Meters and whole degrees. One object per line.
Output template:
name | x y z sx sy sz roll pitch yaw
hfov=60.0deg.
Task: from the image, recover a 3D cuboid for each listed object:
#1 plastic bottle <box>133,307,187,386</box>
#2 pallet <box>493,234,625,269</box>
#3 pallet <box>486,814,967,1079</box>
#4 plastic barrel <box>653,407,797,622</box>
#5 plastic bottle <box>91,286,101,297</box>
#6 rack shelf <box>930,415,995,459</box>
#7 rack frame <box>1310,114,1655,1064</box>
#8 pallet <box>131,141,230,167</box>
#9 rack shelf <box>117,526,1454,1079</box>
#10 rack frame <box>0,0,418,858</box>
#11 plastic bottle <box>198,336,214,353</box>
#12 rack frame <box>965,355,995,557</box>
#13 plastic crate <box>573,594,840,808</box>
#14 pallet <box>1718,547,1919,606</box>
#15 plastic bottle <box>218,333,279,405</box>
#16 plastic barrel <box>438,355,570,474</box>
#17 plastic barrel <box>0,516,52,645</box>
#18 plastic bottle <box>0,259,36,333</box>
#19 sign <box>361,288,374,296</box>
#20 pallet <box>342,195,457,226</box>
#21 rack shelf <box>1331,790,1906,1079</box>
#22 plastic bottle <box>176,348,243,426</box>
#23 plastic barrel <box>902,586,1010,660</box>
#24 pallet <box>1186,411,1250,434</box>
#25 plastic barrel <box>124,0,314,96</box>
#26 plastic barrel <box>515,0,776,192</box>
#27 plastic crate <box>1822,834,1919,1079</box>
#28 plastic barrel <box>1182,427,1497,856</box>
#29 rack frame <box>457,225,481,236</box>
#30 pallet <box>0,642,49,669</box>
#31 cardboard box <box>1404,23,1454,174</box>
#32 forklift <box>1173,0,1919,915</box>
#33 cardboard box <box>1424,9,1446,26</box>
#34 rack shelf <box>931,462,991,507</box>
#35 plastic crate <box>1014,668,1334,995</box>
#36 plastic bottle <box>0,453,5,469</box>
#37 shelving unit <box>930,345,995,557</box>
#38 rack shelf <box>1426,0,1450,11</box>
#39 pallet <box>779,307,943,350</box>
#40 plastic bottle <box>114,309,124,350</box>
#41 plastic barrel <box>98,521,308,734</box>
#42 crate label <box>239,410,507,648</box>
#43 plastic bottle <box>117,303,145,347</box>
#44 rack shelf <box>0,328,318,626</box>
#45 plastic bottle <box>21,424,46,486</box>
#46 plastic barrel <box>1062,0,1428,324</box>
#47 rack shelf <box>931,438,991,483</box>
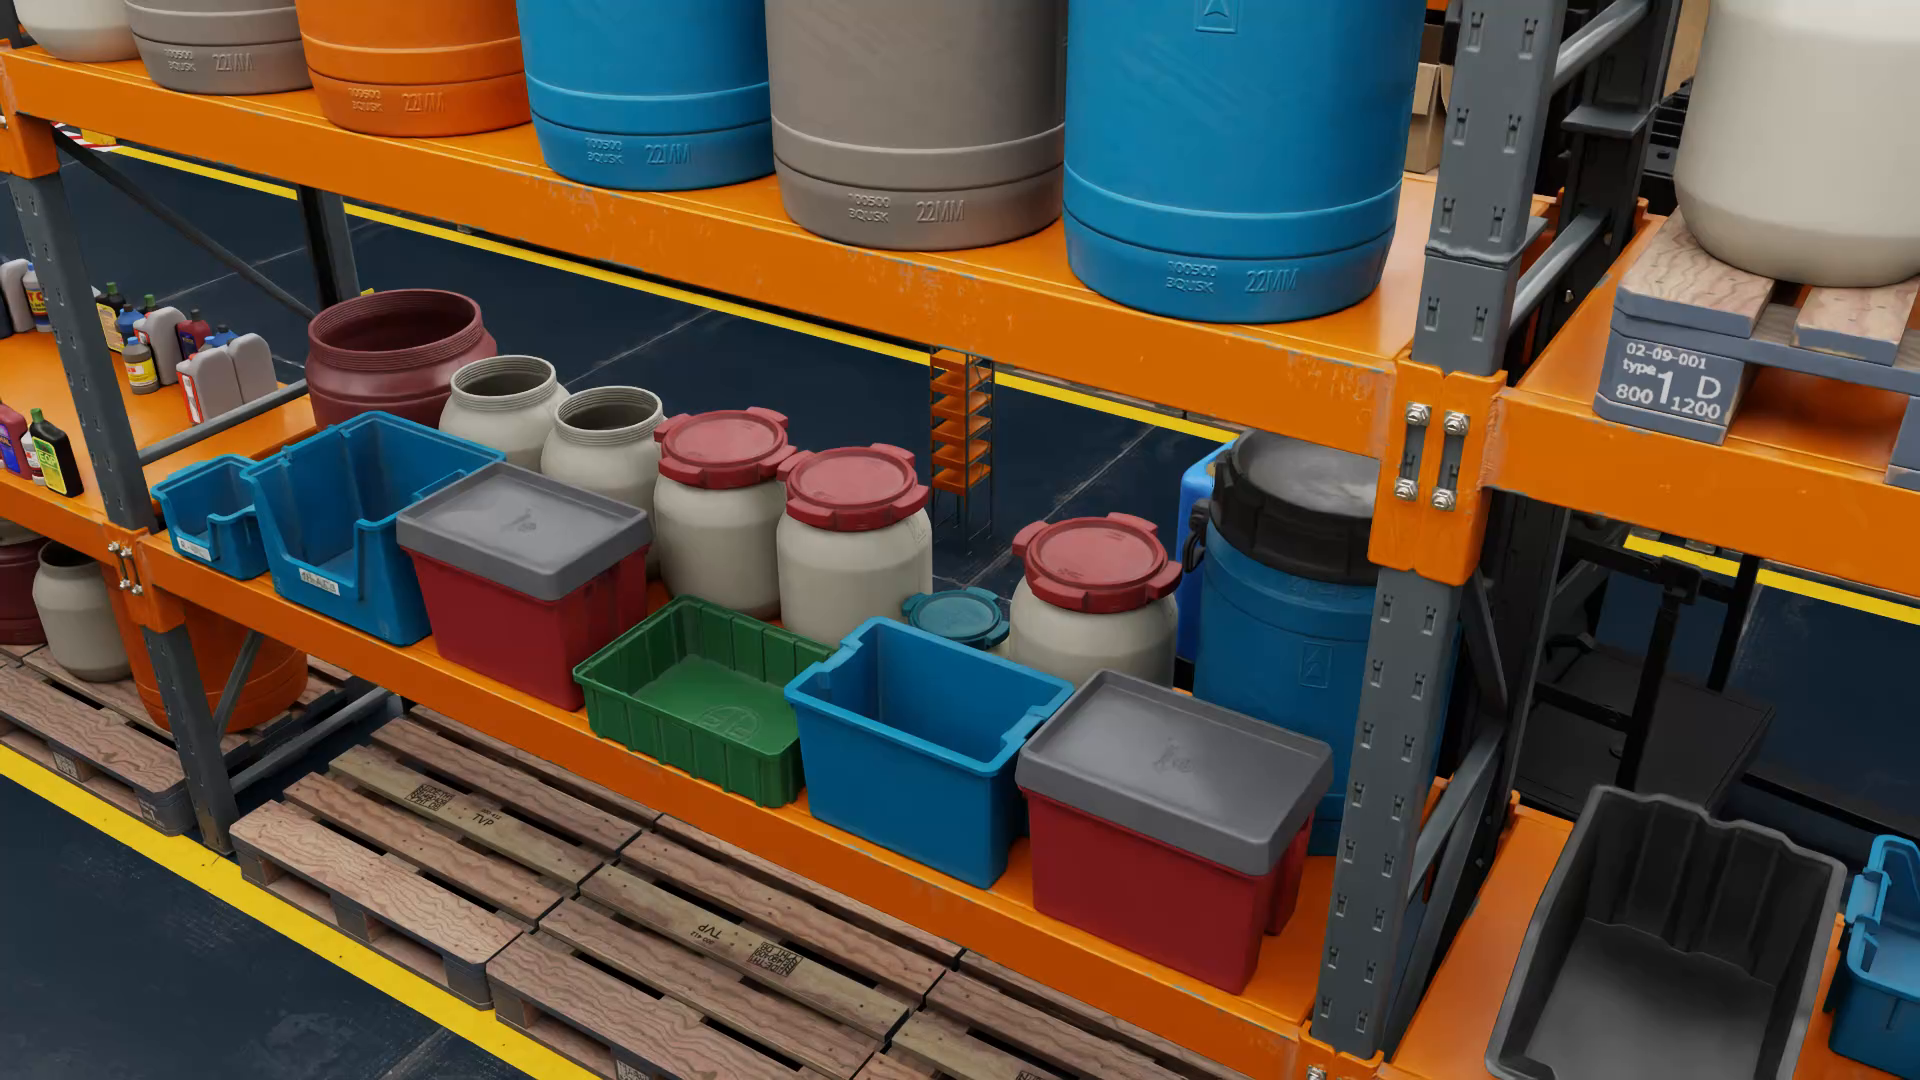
plastic bottle | -2.945 -0.733 6.152 0.135 0.276 0.152 18 35 27
pallet | -2.420 -2.215 11.337 1.213 0.211 1.003 18 35 27
pallet | -0.694 1.347 5.231 1.213 0.211 1.003 18 35 27
plastic barrel | -0.653 -0.058 4.738 0.433 0.535 0.433 0 30 0
plastic bottle | -3.338 -0.871 6.394 0.097 0.271 0.097 0 30 0
rack shelf | 0.012 -0.476 7.463 0.180 0.103 0.258 18 35 27
rack frame | 1.029 0.663 3.637 0.127 3.000 1.000 18 35 27
pallet | -5.783 -3.280 13.163 1.213 0.211 1.003 18 35 27
rack shelf | -0.665 0.438 4.736 4.000 0.370 1.077 18 35 27
rack frame | -2.359 -0.408 5.473 0.127 3.000 1.000 18 35 27
plastic bottle | -2.720 -0.645 6.077 0.097 0.201 0.097 0 30 0
rack frame | 0.090 -0.490 7.399 0.006 1.200 0.240 18 35 27
plastic crate | -0.596 0.409 4.283 0.662 0.188 0.450 18 35 27
pallet | 4.250 -0.081 7.680 1.213 0.211 1.003 18 35 27
plastic bottle | -2.554 -0.609 5.940 0.135 0.276 0.152 18 35 27
plastic barrel | -1.374 -0.272 5.129 0.421 0.512 0.421 0 30 0
plastic barrel | -3.739 0.025 6.706 0.708 0.588 0.600 18 35 27
plastic bottle | -3.728 -0.980 6.577 0.135 0.276 0.152 18 35 27
sign | -2.072 -0.716 5.838 0.005 0.325 0.100 18 35 27
pallet | -3.716 -2.627 12.043 1.213 0.211 1.003 18 35 27
rack shelf | 2.723 1.510 2.899 4.000 0.370 1.077 18 35 27
plastic bottle | -2.634 -0.544 5.828 0.135 0.276 0.152 18 35 27
plastic barrel | -0.011 0.303 4.391 0.301 0.262 0.301 0 30 0
pallet | 1.964 -0.781 8.879 1.213 0.211 1.003 18 35 27
plastic barrel | -1.779 -1.608 4.055 0.600 0.901 0.600 0 30 0
plastic barrel | -0.625 -1.243 3.430 0.708 0.901 0.600 18 35 27
plastic crate | 2.111 0.908 3.364 0.616 0.251 0.499 18 35 27
plastic barrel | 0.863 0.214 3.909 0.708 0.901 0.600 18 35 27
rack frame | -3.114 -3.594 10.934 0.127 3.000 1.000 18 35 27
pallet | -4.078 0.275 7.068 1.213 0.211 1.003 18 35 27
cardboard box | 2.145 -2.102 7.857 0.637 0.503 0.797 22 37 32
forklift | 2.252 -0.301 5.358 3.031 2.935 1.130 23 37 33
cardboard box | 3.465 -3.620 12.795 0.750 0.750 1.050 17 34 27
rack shelf | 0.012 -0.269 7.584 0.180 0.103 0.258 18 35 27
plastic crate | 0.456 0.636 3.619 0.583 0.464 0.402 18 35 27
plastic bottle | -3.212 -0.349 5.569 0.097 0.201 0.097 0 30 0
shelving unit | 0.012 -0.514 7.441 0.189 1.200 0.258 18 35 27
rack shelf | 4.691 -3.766 11.942 4.000 0.370 1.077 18 35 27
pallet | -0.354 -1.561 10.217 1.213 0.211 1.003 18 35 27
plastic bottle | -3.142 -0.779 6.306 0.097 0.201 0.097 0 30 0
plastic barrel | -2.782 0.224 6.127 0.708 0.830 0.600 18 35 27
crate label | -1.661 -0.042 4.810 0.616 0.435 0.502 18 35 27
plastic bottle | -3.061 -0.747 6.182 0.097 0.271 0.097 0 30 0
rack shelf | -4.053 -0.633 6.573 4.000 0.370 1.077 18 35 27
plastic bottle | -3.016 -0.288 5.463 0.097 0.201 0.097 0 30 0
plastic barrel | 0.483 -0.893 2.829 0.708 0.901 0.600 18 35 27
rack shelf | 0.012 -0.372 7.524 0.180 0.103 0.258 18 35 27
